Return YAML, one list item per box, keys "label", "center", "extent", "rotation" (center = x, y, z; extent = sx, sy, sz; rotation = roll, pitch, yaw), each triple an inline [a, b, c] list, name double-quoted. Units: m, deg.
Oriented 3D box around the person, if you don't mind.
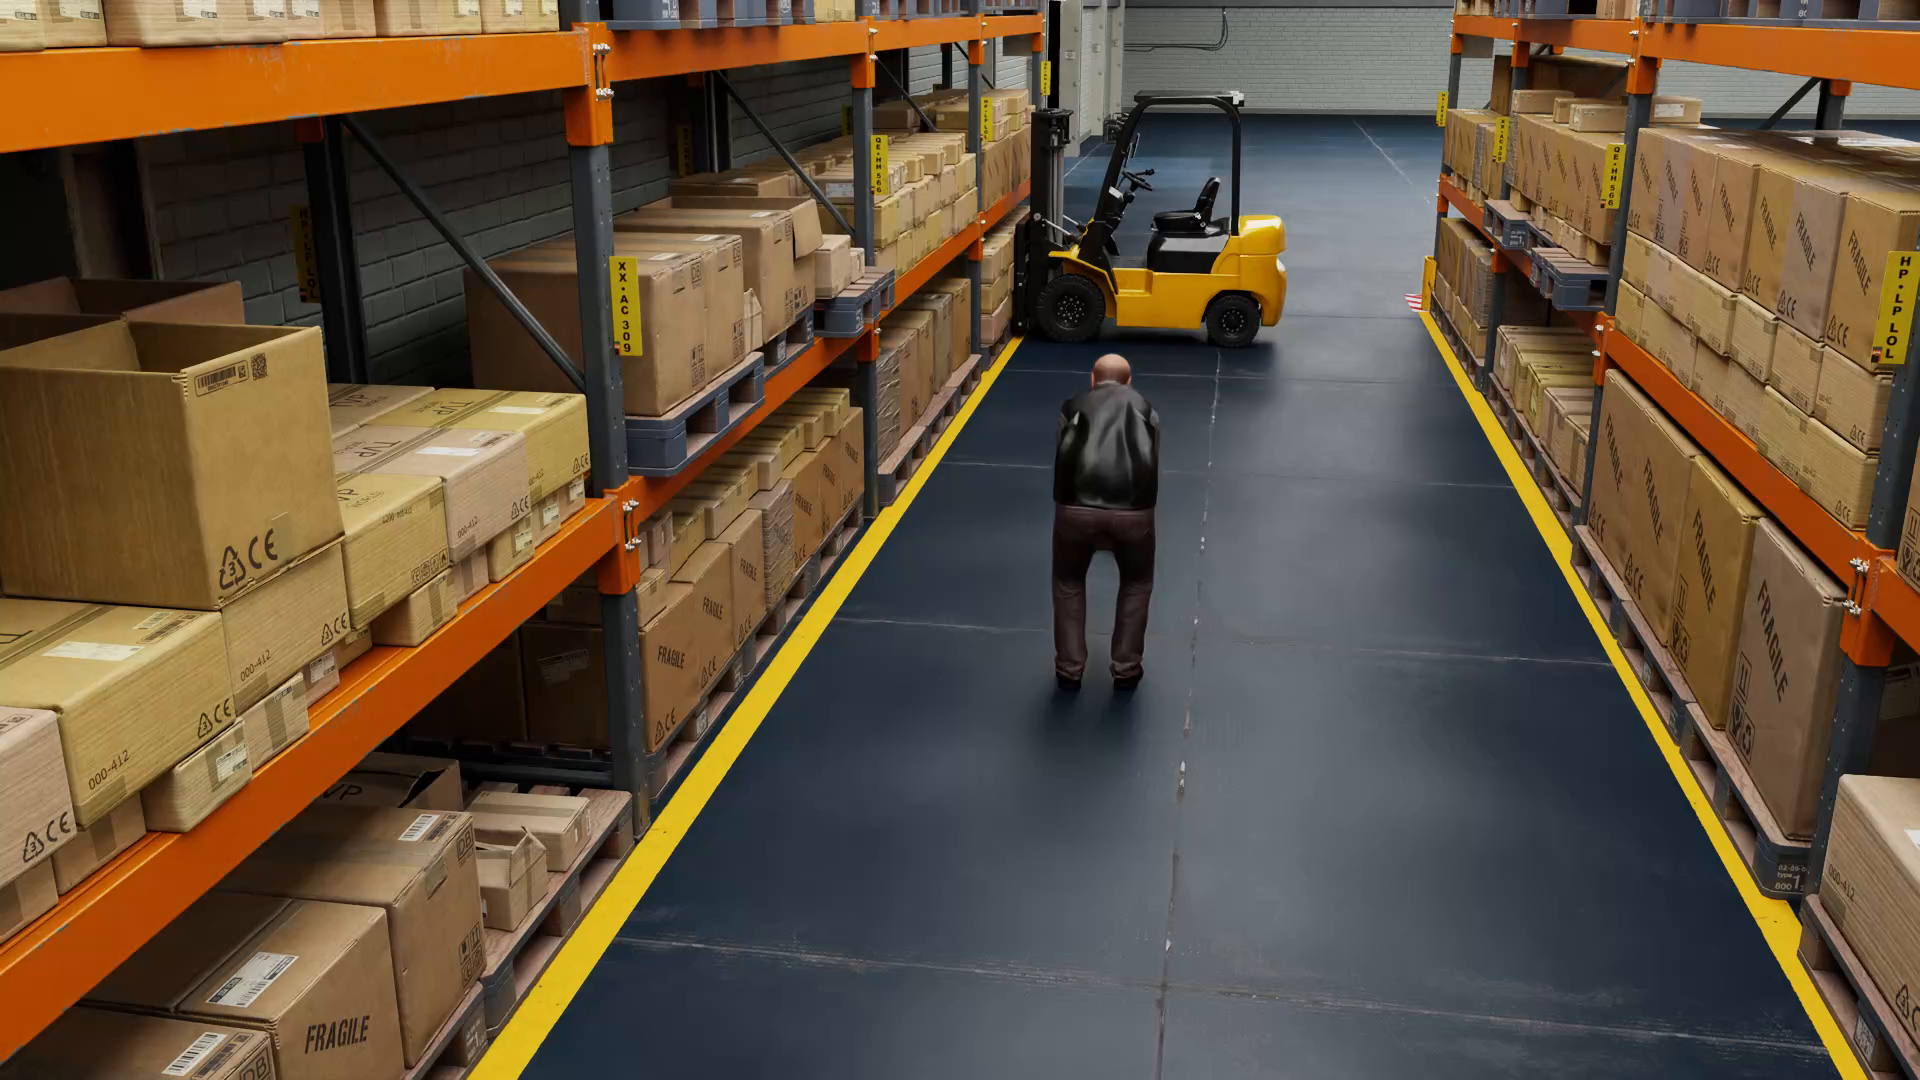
- label: "person"
  center: [0.642, -0.077, 7.384]
  extent: [0.464, 1.389, 0.860]
  rotation: [2, 18, 7]
